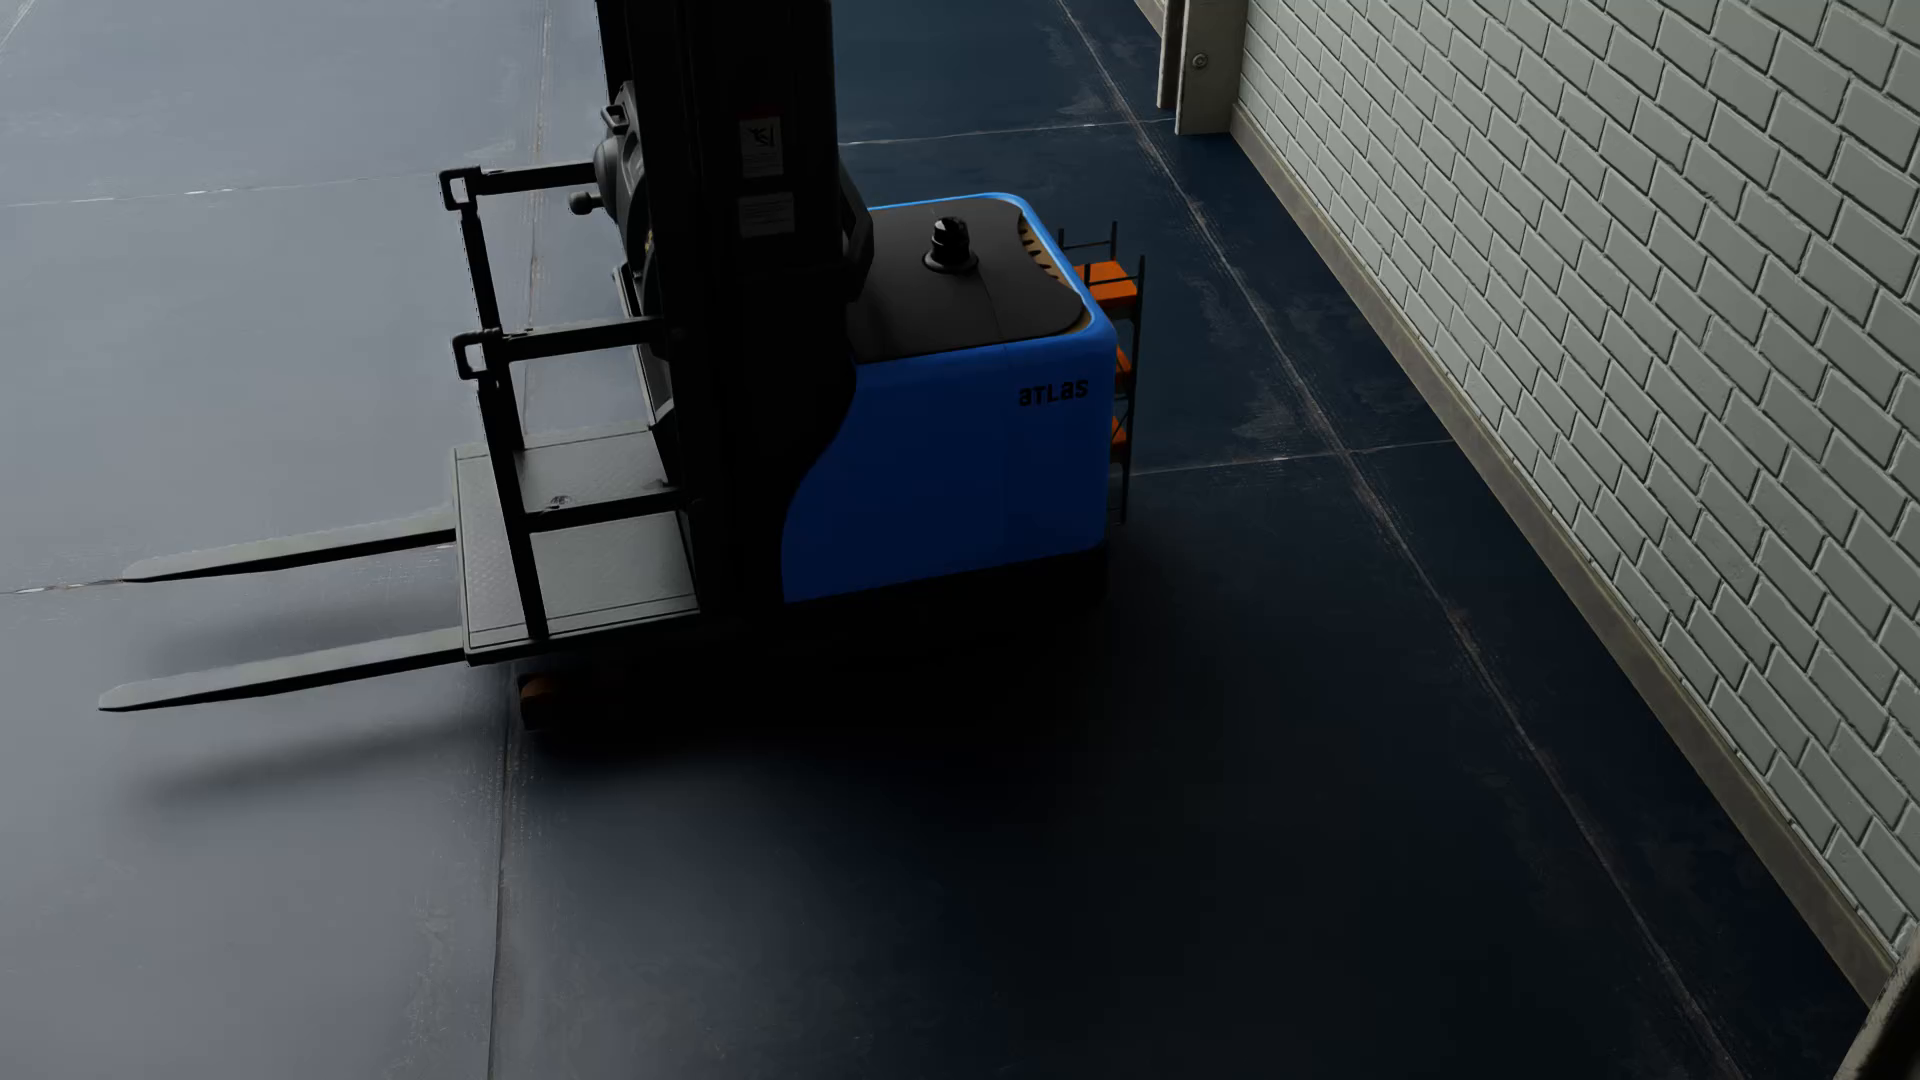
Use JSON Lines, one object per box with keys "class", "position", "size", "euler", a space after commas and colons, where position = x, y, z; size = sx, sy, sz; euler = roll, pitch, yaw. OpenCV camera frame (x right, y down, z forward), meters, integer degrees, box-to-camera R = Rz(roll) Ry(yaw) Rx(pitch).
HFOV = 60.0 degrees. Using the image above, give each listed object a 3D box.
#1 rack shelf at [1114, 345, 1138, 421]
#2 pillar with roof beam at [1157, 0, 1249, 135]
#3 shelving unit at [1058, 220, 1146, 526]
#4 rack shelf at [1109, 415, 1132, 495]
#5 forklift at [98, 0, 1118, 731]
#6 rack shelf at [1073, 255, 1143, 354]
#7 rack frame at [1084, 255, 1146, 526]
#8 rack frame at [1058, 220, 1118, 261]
{"class": "rack shelf", "position": [0.447, -0.519, 5.579], "size": [0.215, 0.259, 0.240], "euler": [-10, 39, -13]}
{"class": "pillar with roof beam", "position": [-3.026, -5.264, 5.191], "size": [9.100, 9.000, 0.400], "euler": [-6, 38, -8]}
{"class": "shelving unit", "position": [0.447, -0.527, 5.572], "size": [0.215, 1.050, 0.252], "euler": [-10, 39, -13]}
{"class": "rack shelf", "position": [0.447, -0.299, 5.750], "size": [0.215, 0.259, 0.240], "euler": [-10, 39, -13]}
{"class": "forklift", "position": [-1.103, -0.945, 4.578], "size": [3.031, 2.935, 1.130], "euler": [-10, 39, -12]}
{"class": "rack shelf", "position": [0.447, -0.743, 5.405], "size": [0.215, 0.259, 0.240], "euler": [-10, 39, -13]}
{"class": "rack frame", "position": [0.482, -0.455, 5.480], "size": [0.200, 1.050, 0.008], "euler": [-10, 39, -13]}
{"class": "rack frame", "position": [0.412, -0.599, 5.665], "size": [0.200, 1.050, 0.008], "euler": [-10, 39, -13]}
